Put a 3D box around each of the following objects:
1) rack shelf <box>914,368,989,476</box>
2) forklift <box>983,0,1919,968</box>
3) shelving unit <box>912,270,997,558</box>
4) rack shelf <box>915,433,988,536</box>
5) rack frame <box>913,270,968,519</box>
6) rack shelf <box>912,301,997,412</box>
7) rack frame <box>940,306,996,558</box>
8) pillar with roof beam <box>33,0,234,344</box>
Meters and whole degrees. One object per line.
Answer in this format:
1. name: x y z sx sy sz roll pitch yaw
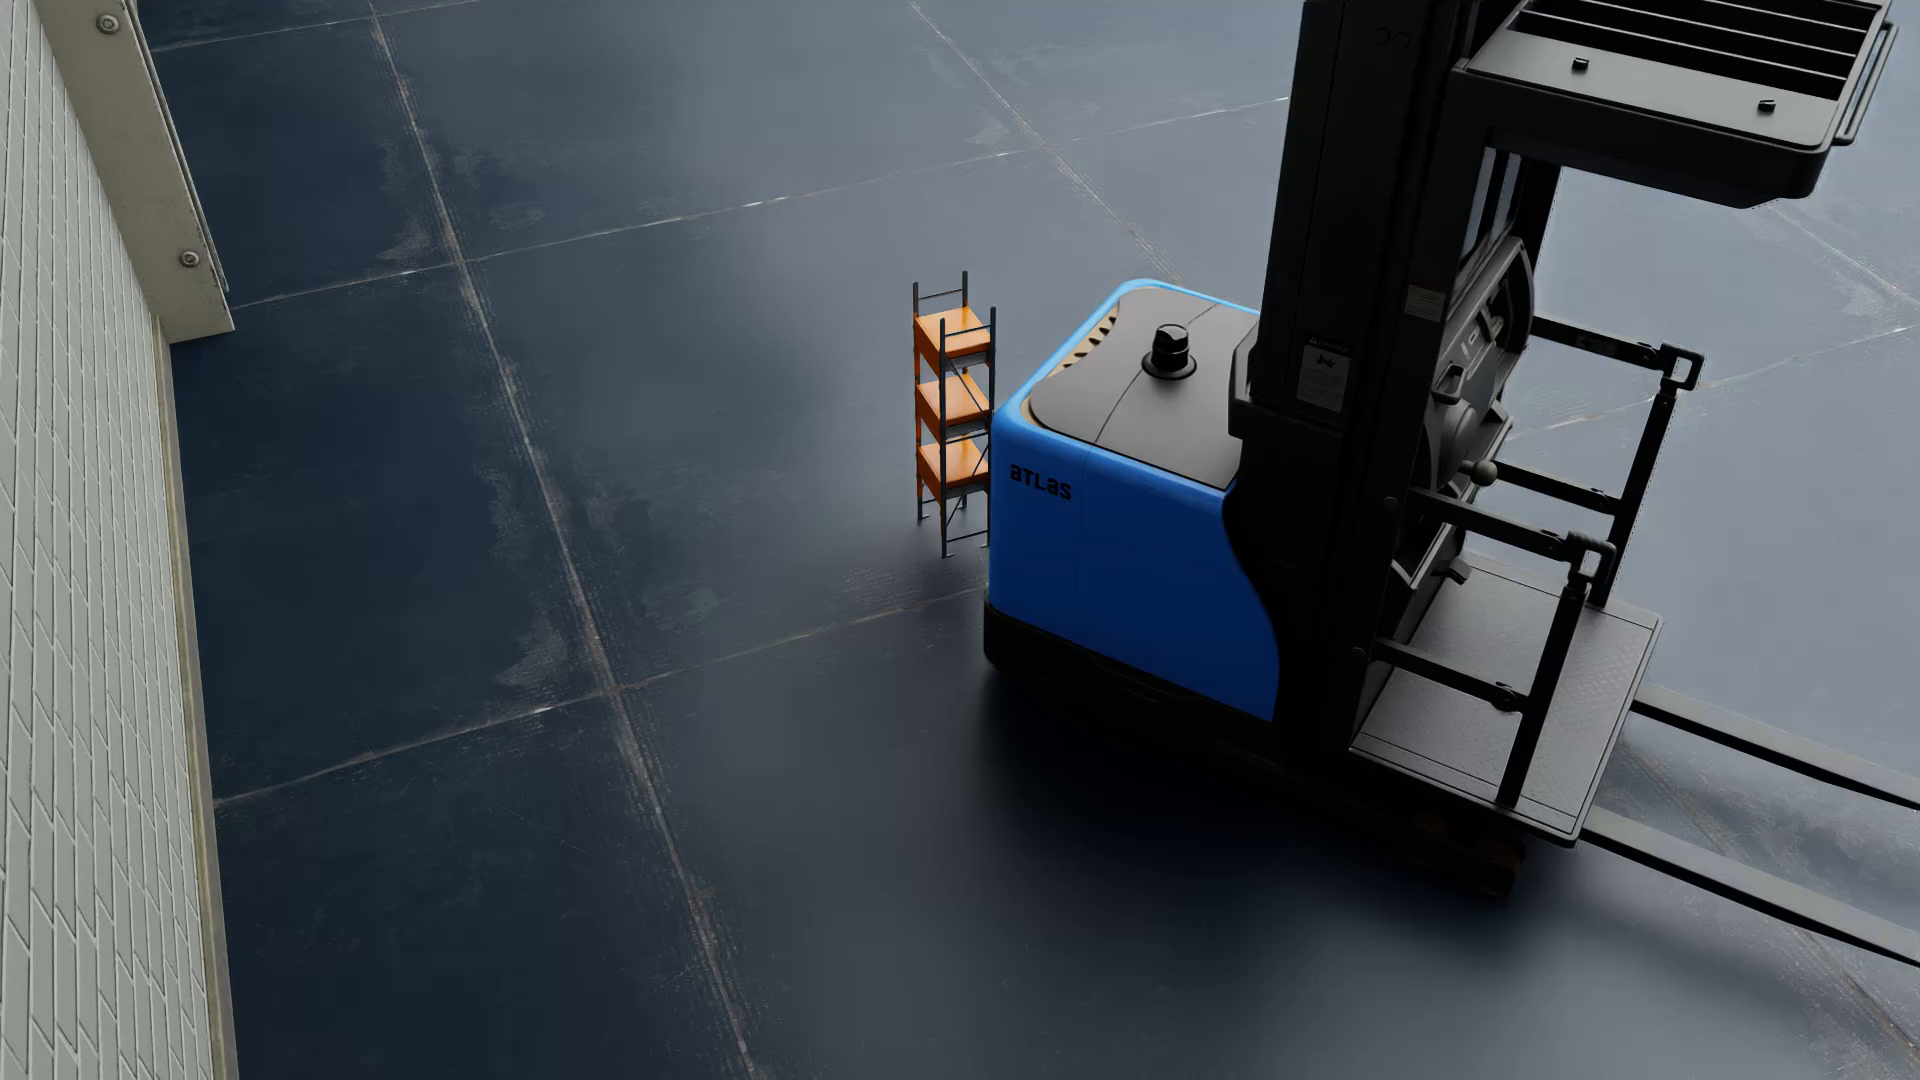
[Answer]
1. rack shelf: -0.020 -0.422 5.952 0.215 0.259 0.240 -15 43 -17
2. forklift: 1.610 -0.446 4.521 3.031 2.935 1.130 21 45 23
3. shelving unit: -0.020 -0.430 5.945 0.215 1.050 0.252 -15 43 -17
4. rack shelf: -0.020 -0.212 6.133 0.215 0.259 0.240 -15 43 -17
5. rack frame: -0.067 -0.504 6.031 0.200 1.050 0.008 -15 43 -17
6. rack shelf: -0.020 -0.637 5.767 0.215 0.259 0.240 -15 43 -17
7. rack frame: 0.026 -0.357 5.860 0.200 1.050 0.008 -15 43 -17
8. pillar with roof beam: 0.563 -5.490 5.732 9.100 9.000 0.400 -15 43 -17
